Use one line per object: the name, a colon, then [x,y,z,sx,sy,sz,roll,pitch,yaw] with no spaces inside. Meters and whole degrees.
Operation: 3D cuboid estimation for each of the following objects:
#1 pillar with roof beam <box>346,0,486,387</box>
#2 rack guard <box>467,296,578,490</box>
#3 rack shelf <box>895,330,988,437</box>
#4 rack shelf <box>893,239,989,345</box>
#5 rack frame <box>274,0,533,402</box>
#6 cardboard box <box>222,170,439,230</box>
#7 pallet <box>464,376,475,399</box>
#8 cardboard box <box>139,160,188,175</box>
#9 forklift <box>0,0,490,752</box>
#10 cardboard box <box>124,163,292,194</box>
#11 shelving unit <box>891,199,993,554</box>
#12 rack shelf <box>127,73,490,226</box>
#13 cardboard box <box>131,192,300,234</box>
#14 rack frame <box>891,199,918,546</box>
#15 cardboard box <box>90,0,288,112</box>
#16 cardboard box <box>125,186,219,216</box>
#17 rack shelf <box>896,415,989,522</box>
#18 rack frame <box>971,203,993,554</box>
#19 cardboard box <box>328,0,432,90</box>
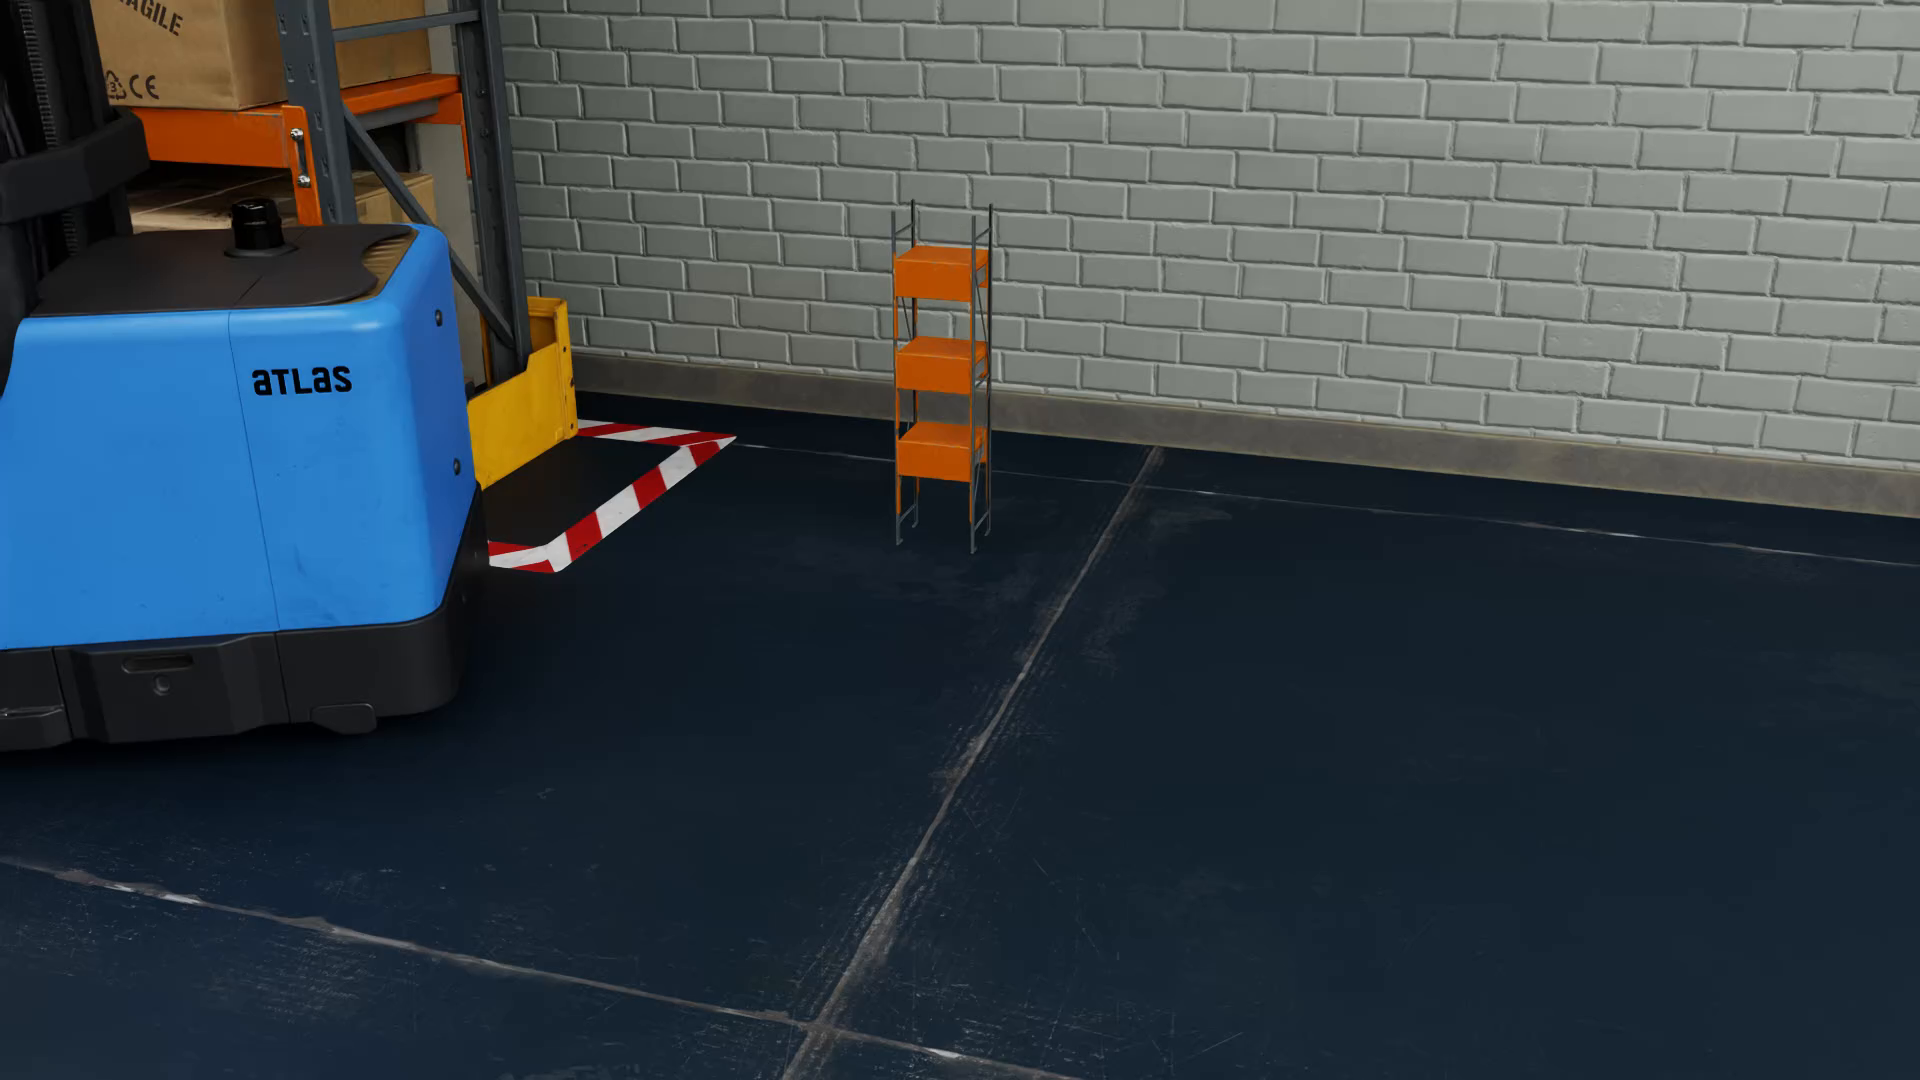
pillar with roof beam: [-3.426,-3.231,1.290,0.400,9.000,9.100,7,23,16]
rack guard: [-1.753,-0.457,5.725,0.348,0.500,1.175,7,23,16]
rack shelf: [-0.051,-0.482,5.089,0.240,0.259,0.215,7,23,16]
rack shelf: [-0.051,-0.744,4.981,0.240,0.259,0.215,7,23,16]
rack frame: [-1.776,-1.616,5.257,0.127,3.000,1.000,7,23,16]
cardboard box: [-2.182,-1.122,5.806,0.500,0.250,0.500,6,23,15]
pallet: [-2.520,-0.395,5.954,1.213,0.211,1.003,7,23,16]
cardboard box: [-3.137,-1.234,6.079,0.500,0.250,0.500,6,23,15]
forklift: [-2.818,-0.974,3.782,3.031,2.935,1.130,-4,23,-9]
cardboard box: [-2.661,-1.176,5.936,0.500,0.250,0.500,7,23,16]
shelving unit: [-0.051,-0.492,5.085,0.252,1.050,0.215,7,23,16]
rack shelf: [-3.691,-1.502,5.928,4.000,0.370,1.077,7,23,16]
cardboard box: [-2.307,-0.938,5.356,0.500,0.250,0.500,7,23,17]
rack frame: [-0.168,-0.505,5.118,0.008,1.050,0.200,7,23,16]
cardboard box: [-2.323,-1.621,5.137,0.500,0.500,0.500,6,23,14]
cardboard box: [-2.798,-0.992,5.488,0.500,0.250,0.500,7,23,16]
rack shelf: [-0.051,-0.225,5.195,0.240,0.259,0.215,7,23,16]
rack frame: [0.066,-0.478,5.052,0.008,1.050,0.200,7,23,16]
cardboard box: [-2.170,-1.818,5.617,0.500,0.500,0.500,7,23,17]
